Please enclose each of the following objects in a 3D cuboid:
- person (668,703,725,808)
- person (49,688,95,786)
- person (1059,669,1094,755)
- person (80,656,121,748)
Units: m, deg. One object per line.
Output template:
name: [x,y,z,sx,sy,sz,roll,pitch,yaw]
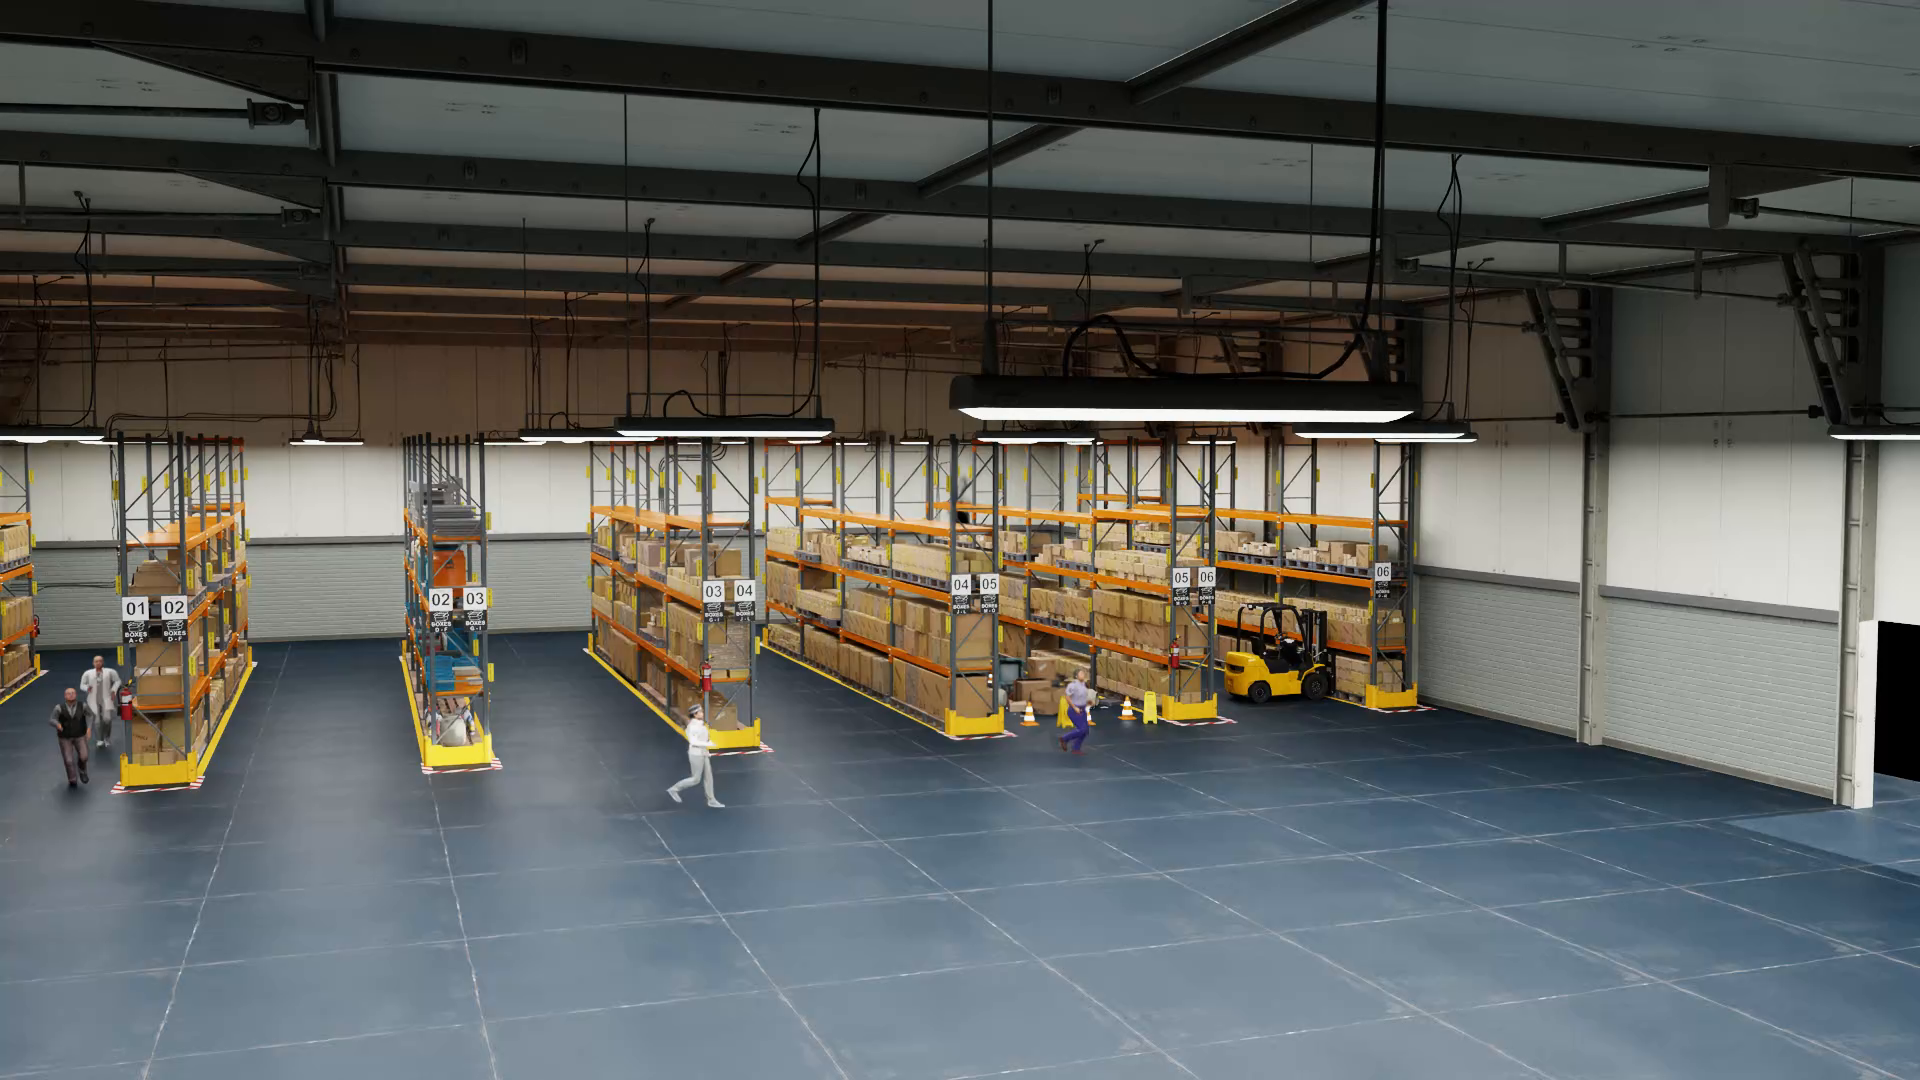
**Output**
person: [-4.170,3.415,26.312,0.901,1.687,0.616,0,3,1]
person: [-14.914,3.333,27.954,0.698,1.688,0.632,-2,4,-29]
person: [2.195,3.207,31.056,0.588,1.619,0.599,2,4,26]
person: [-16.340,3.093,31.615,0.693,1.768,0.682,-1,3,-25]
